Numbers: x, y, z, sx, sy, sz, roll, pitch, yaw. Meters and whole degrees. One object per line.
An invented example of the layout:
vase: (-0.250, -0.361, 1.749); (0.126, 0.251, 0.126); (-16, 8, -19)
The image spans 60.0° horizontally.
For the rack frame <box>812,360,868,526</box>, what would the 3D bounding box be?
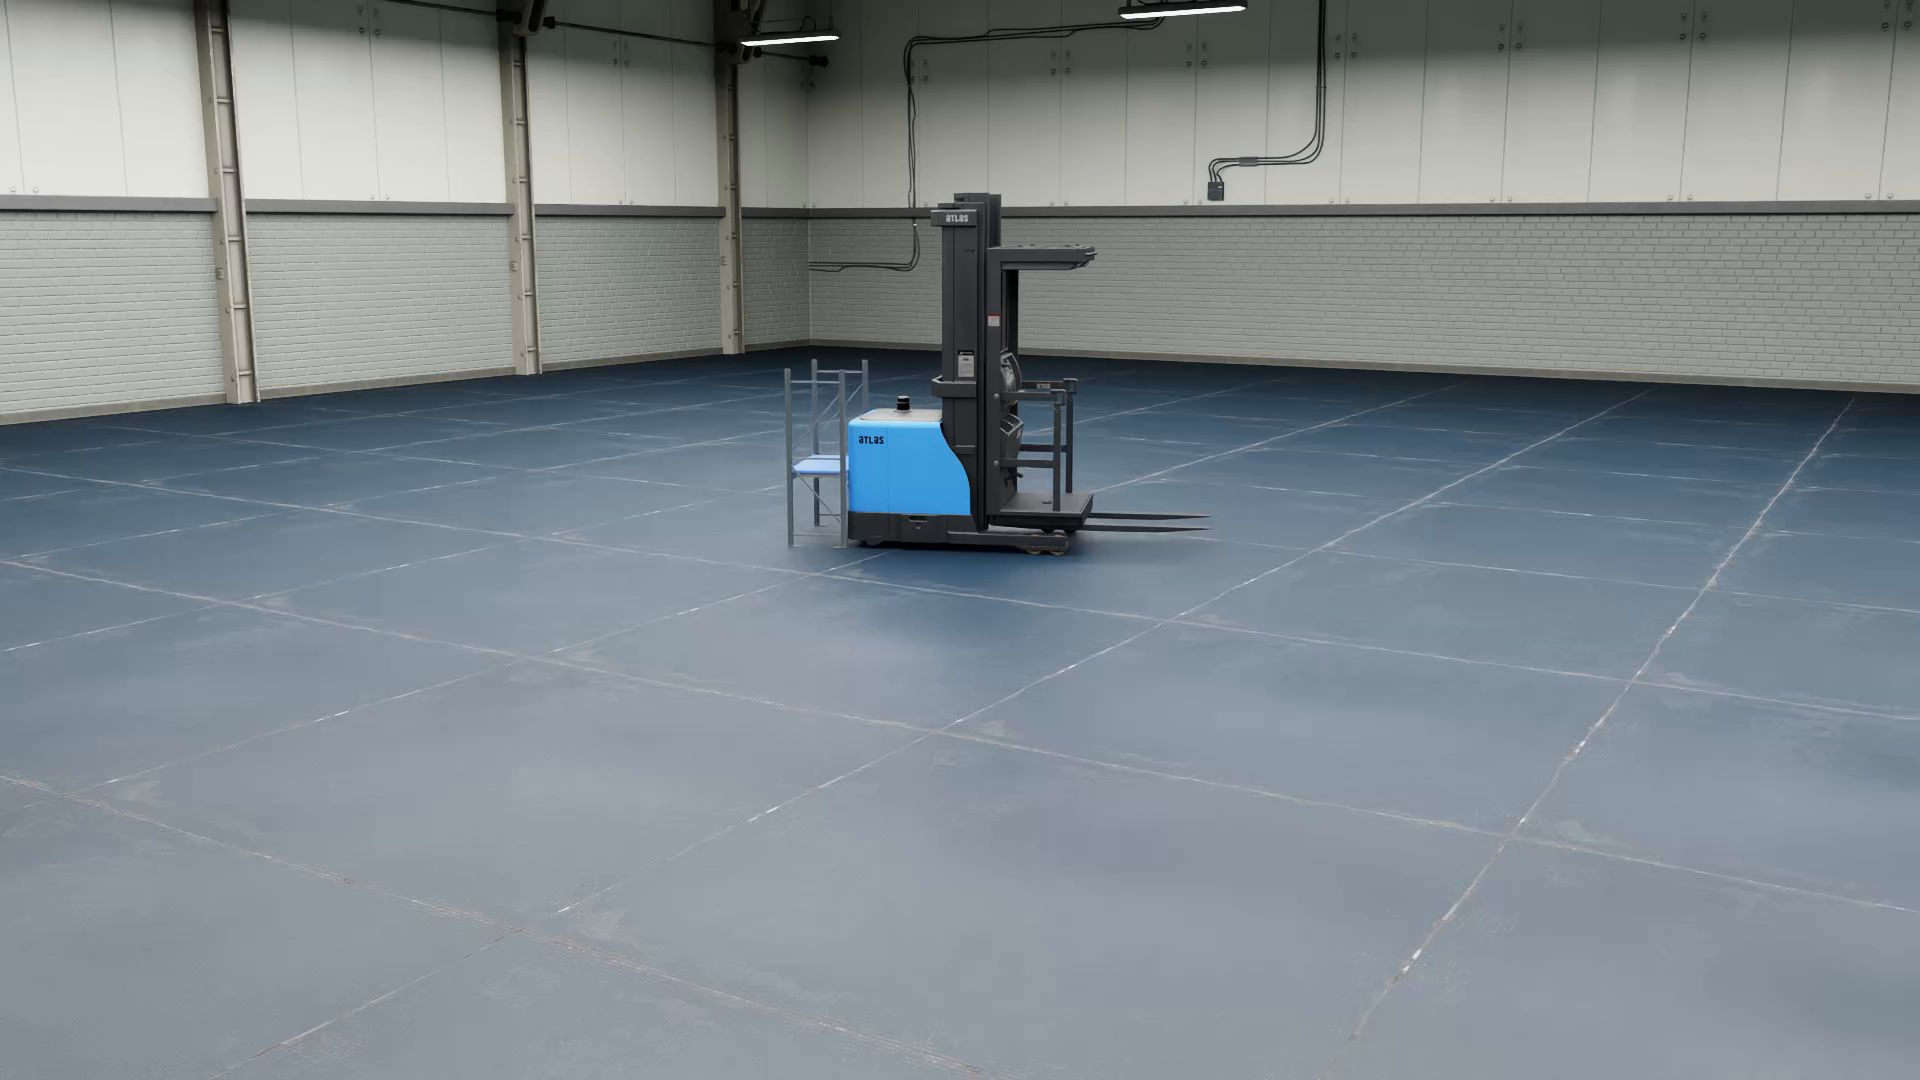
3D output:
rack frame: (-1.068, -0.860, 14.886); (0.500, 1.500, 0.032); (1, 11, 8)

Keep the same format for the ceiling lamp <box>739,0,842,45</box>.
ceiling lamp: (-2.833, -10.256, 28.834); (2.000, 3.185, 0.800); (6, 12, 31)

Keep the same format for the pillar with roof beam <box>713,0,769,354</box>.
pillar with roof beam: (-1.207, -8.037, 32.844); (9.100, 9.000, 0.548); (6, 12, 31)

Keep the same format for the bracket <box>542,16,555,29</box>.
bracket: (-7.482, -9.305, 29.837); (0.235, 0.232, 0.430); (6, 12, 31)

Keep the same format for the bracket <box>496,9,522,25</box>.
bracket: (-7.913, -9.175, 29.140); (0.235, 0.232, 0.430); (6, 12, 31)

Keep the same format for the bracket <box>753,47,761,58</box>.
bracket: (-4.367, -10.249, 34.877); (0.235, 0.232, 0.430); (6, 12, 31)

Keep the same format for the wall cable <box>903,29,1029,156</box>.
wall cable: (0.086, -9.483, 35.281); (3.097, 2.526, 0.112); (6, 12, 31)

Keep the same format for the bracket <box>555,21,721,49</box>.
bracket: (-6.136, -9.713, 32.016); (0.076, 0.066, 4.783); (6, 12, 31)

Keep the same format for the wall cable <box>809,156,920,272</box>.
wall cable: (-2.226, -7.259, 37.127); (3.097, 2.526, 0.112); (6, 12, 31)

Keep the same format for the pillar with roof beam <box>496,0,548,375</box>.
pillar with roof beam: (-4.322, -7.093, 27.804); (9.100, 9.000, 0.548); (6, 12, 31)

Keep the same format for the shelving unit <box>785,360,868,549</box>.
shelving unit: (-1.136, -0.767, 14.390); (0.538, 1.500, 1.048); (1, 11, 8)

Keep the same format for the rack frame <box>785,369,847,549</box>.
rack frame: (-1.203, -0.674, 13.895); (0.500, 1.500, 0.032); (1, 11, 8)

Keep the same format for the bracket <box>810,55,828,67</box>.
bracket: (-3.137, -10.622, 36.868); (0.235, 0.232, 0.430); (6, 12, 31)

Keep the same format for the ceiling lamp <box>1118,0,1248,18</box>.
ceiling lamp: (3.483, -9.550, 25.063); (2.000, 3.185, 0.800); (6, 12, 31)

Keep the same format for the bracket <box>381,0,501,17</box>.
bracket: (-9.251, -8.770, 26.975); (0.076, 0.066, 4.783); (6, 12, 31)

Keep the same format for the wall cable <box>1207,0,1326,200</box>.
wall cable: (5.879, -9.547, 31.670); (2.305, 6.003, 0.169); (6, 12, 31)

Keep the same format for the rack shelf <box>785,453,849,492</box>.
rack shelf: (-1.136, -0.590, 14.424); (0.538, 0.185, 1.000); (1, 11, 8)

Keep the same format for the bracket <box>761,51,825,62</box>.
bracket: (-3.443, -10.529, 36.372); (0.076, 0.066, 3.189); (6, 12, 31)

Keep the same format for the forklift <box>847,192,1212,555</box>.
forklift: (0.616, -1.421, 13.996); (3.031, 2.935, 1.130); (2, 11, 9)

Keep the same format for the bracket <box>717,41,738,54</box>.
bracket: (-4.798, -10.118, 34.180); (0.235, 0.232, 0.430); (6, 12, 31)

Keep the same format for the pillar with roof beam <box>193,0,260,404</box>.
pillar with roof beam: (-7.437, -6.150, 22.763); (9.100, 9.000, 0.400); (6, 12, 31)

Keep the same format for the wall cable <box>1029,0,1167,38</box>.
wall cable: (2.731, -11.423, 33.284); (3.097, 2.526, 0.112); (6, 12, 31)
